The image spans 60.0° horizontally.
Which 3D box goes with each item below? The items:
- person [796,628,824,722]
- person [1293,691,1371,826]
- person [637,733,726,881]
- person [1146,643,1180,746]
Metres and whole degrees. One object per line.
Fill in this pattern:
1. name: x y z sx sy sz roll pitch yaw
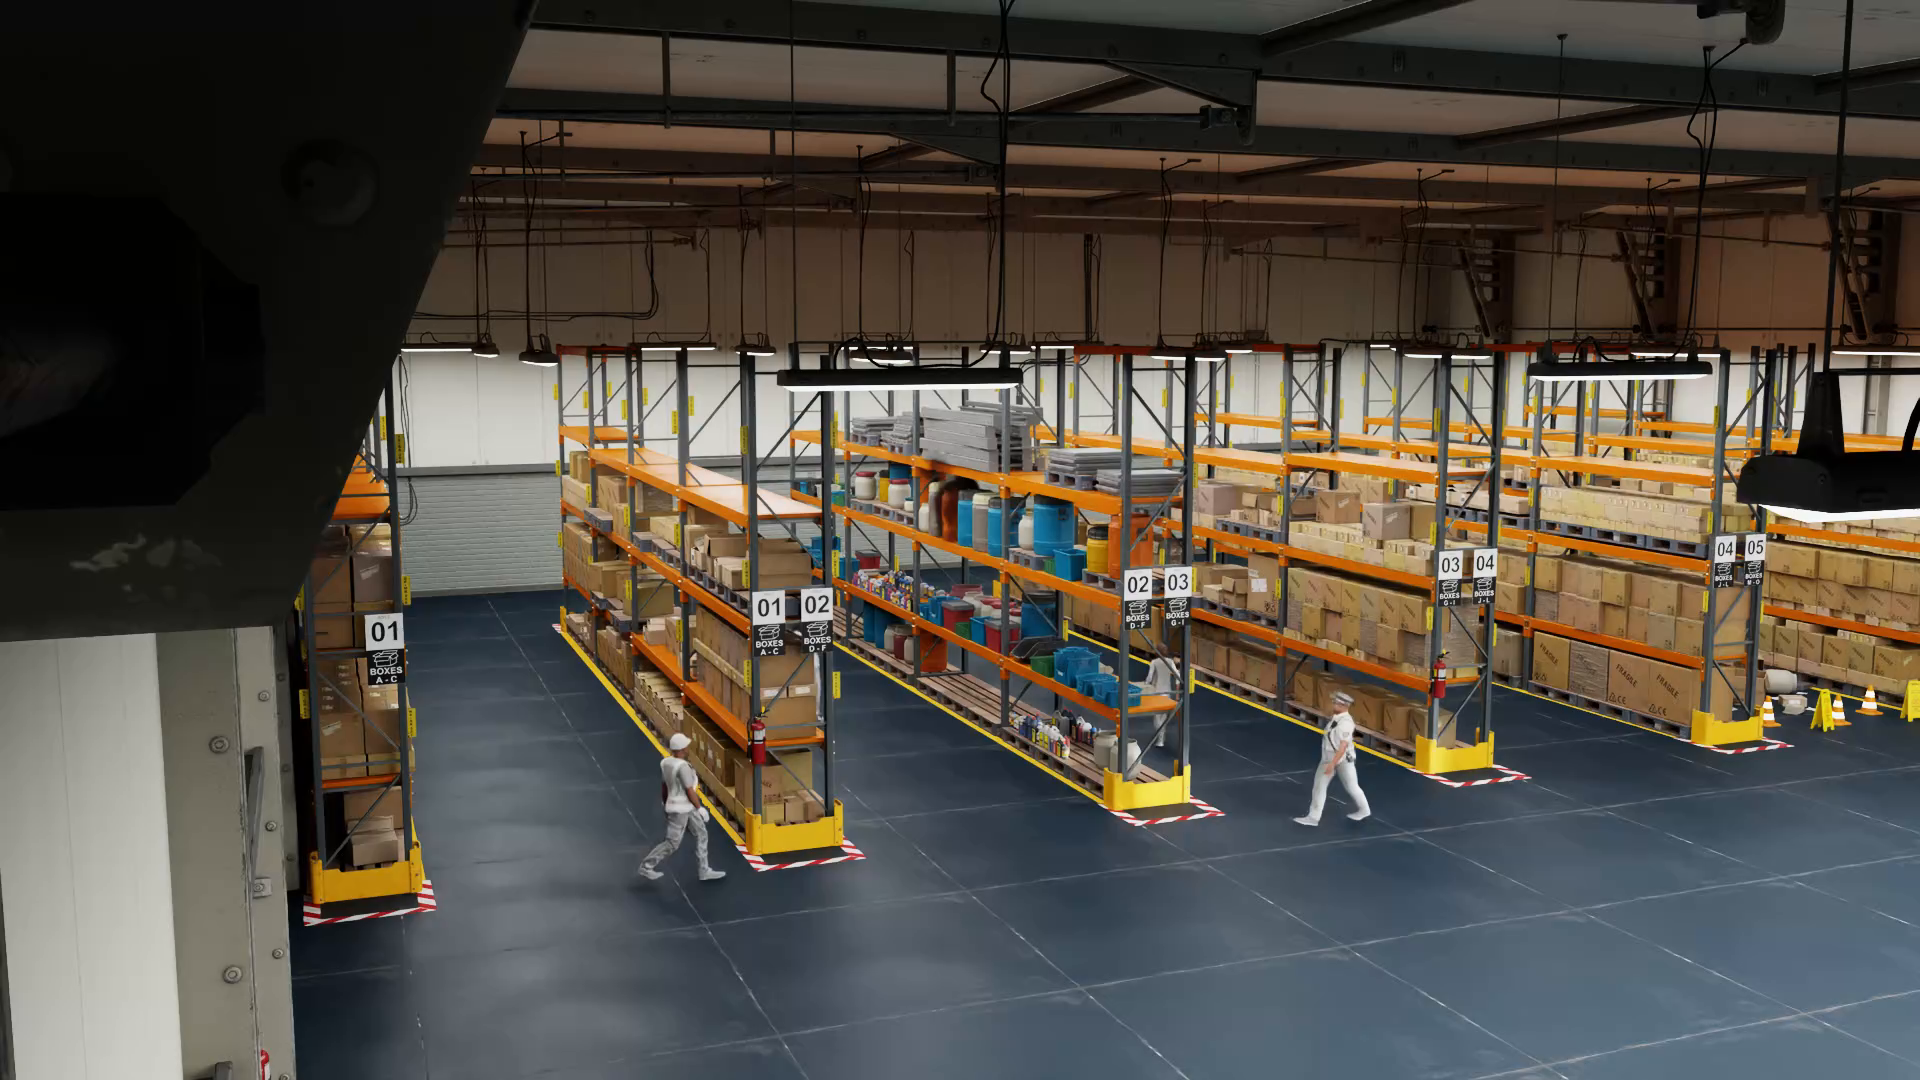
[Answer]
1. person: -2.454 2.065 26.860 0.556 1.709 0.963 -4 8 -28
2. person: 4.791 2.784 21.182 1.036 1.729 0.526 -6 9 -37
3. person: -3.199 3.068 19.000 0.985 1.747 0.485 0 7 1
4. person: 3.093 2.377 25.346 0.537 1.632 0.716 1 7 4
